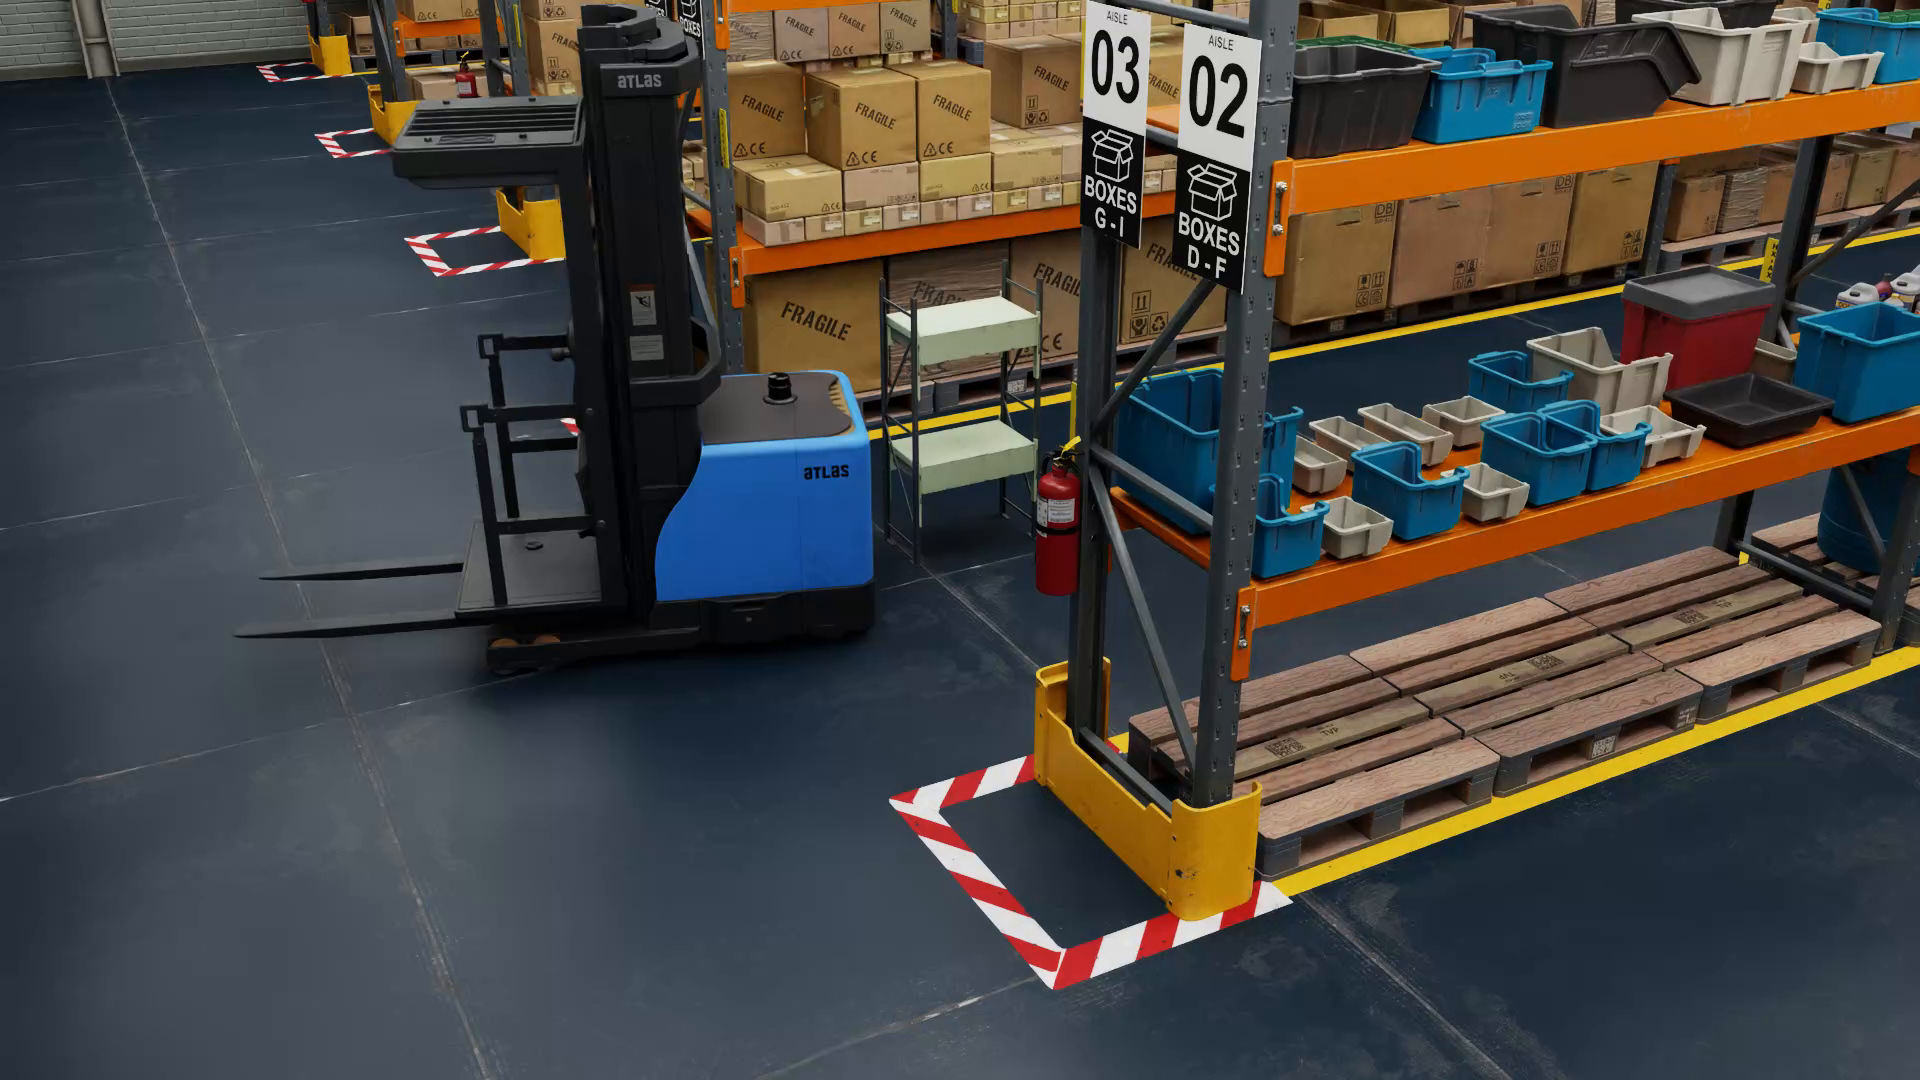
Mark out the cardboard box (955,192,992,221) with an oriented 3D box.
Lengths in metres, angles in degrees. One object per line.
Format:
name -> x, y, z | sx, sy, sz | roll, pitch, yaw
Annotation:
cardboard box -> 0.006, -2.161, 10.576 | 0.250, 0.149, 0.380 | -13, 29, -26

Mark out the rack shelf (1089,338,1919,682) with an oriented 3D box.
rack shelf -> 2.500, -0.257, 7.151 | 4.000, 0.370, 1.077 | -13, 29, -25

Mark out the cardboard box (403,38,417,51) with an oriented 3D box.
cardboard box -> -7.620, -6.809, 22.775 | 0.250, 0.149, 0.380 | -14, 29, -27

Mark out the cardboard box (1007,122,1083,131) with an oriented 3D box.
cardboard box -> 0.500, -2.744, 11.329 | 0.500, 0.250, 0.500 | -12, 28, -24

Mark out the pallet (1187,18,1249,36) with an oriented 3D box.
pallet -> 2.640, -5.337, 17.122 | 1.003, 0.211, 1.213 | -13, 29, -25

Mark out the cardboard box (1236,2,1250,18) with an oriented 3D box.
cardboard box -> 2.780, -5.360, 16.753 | 0.250, 0.149, 0.380 | -13, 29, -25

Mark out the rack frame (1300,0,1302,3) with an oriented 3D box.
rack frame -> 3.218, -5.610, 17.468 | 0.127, 3.000, 1.000 | -13, 29, -25

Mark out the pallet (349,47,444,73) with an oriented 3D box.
pallet -> -7.828, -6.666, 22.890 | 1.213, 0.211, 1.003 | -13, 29, -25

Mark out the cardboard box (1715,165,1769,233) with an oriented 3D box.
cardboard box -> 6.528, -3.028, 14.471 | 0.500, 0.500, 0.700 | -16, 30, -29

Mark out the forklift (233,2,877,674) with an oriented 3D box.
forklift -> -1.979, -0.929, 7.799 | 3.031, 2.935, 1.130 | -4, 26, -9

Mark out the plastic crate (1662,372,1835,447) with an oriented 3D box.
plastic crate -> 3.403, -0.561, 7.201 | 0.590, 0.125, 0.437 | -13, 29, -25

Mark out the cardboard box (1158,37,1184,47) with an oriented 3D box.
cardboard box -> 1.654, -3.089, 11.181 | 0.500, 0.500, 0.500 | -12, 28, -24

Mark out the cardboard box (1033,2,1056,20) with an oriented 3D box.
cardboard box -> 0.708, -5.016, 15.693 | 0.250, 0.149, 0.380 | -12, 28, -24

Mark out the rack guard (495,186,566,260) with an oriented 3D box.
rack guard -> -3.773, -2.869, 14.648 | 0.348, 0.500, 1.175 | -13, 29, -25

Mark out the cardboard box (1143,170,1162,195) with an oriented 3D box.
cardboard box -> 1.138, -2.423, 11.120 | 0.250, 0.149, 0.380 | -12, 28, -24

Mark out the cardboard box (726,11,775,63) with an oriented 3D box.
cardboard box -> -1.969, -4.465, 14.625 | 0.500, 0.500, 0.500 | -14, 29, -26

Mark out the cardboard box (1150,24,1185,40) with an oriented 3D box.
cardboard box -> 1.391, -3.285, 11.589 | 0.500, 0.500, 0.500 | -13, 29, -25

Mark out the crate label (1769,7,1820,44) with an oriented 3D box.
crate label -> 3.697, -2.233, 7.273 | 0.466, 0.136, 0.293 | -13, 29, -25

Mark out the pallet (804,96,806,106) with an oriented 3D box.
pallet -> -2.084, -5.594, 20.657 | 1.213, 0.211, 1.003 | -13, 29, -25

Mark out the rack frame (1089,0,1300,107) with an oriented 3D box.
rack frame -> 0.735, -2.878, 4.848 | 0.127, 3.000, 1.000 | -13, 29, -25

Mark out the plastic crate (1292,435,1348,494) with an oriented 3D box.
plastic crate -> 1.369, -0.317, 6.680 | 0.243, 0.136, 0.396 | -13, 29, -25

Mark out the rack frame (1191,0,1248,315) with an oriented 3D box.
rack frame -> 1.934, -2.880, 11.783 | 0.127, 3.000, 1.000 | -13, 29, -25

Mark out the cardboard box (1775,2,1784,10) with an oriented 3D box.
cardboard box -> 9.710, -6.307, 20.890 | 0.875, 0.875, 0.875 | -13, 28, -25

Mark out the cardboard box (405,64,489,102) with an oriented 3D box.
cardboard box -> -5.724, -5.057, 18.792 | 0.875, 0.438, 0.875 | -14, 29, -27

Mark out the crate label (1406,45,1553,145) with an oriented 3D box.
crate label -> 1.701, -1.524, 5.664 | 0.502, 0.251, 0.408 | -13, 29, -25

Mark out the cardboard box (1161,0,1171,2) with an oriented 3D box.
cardboard box -> 1.860, -5.282, 16.246 | 0.250, 0.149, 0.380 | -12, 28, -24

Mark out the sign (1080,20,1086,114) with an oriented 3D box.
sign -> 0.462, -1.686, 5.951 | 0.005, 0.325, 0.100 | -13, 29, -25

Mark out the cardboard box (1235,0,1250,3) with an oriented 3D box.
cardboard box -> 2.762, -5.490, 16.681 | 0.250, 0.149, 0.380 | -12, 28, -23

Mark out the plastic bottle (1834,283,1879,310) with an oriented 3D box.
plastic bottle -> 4.460, -1.136, 8.294 | 0.135, 0.276, 0.152 | -13, 29, -25

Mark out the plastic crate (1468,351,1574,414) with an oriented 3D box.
plastic crate -> 2.426, -0.642, 7.245 | 0.300, 0.233, 0.416 | -13, 29, -25

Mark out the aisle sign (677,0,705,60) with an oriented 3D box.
aisle sign -> -1.518, -3.108, 9.254 | 0.004, 0.787, 0.394 | -13, 29, -25

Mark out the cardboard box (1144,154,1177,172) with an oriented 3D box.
cardboard box -> 1.212, -2.650, 11.134 | 0.500, 0.250, 0.500 | -12, 28, -24

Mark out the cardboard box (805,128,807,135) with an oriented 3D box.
cardboard box -> -1.403, -3.811, 15.842 | 0.250, 0.149, 0.380 | -14, 29, -26

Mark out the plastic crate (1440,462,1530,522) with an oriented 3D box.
plastic crate -> 2.028, -0.178, 6.391 | 0.298, 0.136, 0.250 | -13, 29, -25

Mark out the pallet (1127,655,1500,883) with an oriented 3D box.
pallet -> 1.481, 0.930, 7.069 | 1.213, 0.211, 1.003 | -13, 29, -25

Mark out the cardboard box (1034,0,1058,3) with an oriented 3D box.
cardboard box -> 0.724, -5.154, 15.637 | 0.250, 0.149, 0.380 | -13, 28, -25

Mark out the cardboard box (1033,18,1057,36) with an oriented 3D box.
cardboard box -> 0.717, -4.884, 15.761 | 0.250, 0.149, 0.380 | -13, 28, -25

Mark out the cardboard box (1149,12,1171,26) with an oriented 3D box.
cardboard box -> 1.865, -5.150, 16.317 | 0.250, 0.149, 0.380 | -12, 28, -24

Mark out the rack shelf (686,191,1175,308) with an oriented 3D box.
rack shelf -> 0.169, -2.148, 11.090 | 4.000, 0.370, 1.077 | -13, 29, -25

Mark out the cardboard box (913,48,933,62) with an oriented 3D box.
cardboard box -> -0.453, -4.534, 15.518 | 0.250, 0.149, 0.380 | -13, 29, -26

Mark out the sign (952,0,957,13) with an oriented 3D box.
sign -> -0.049, -4.979, 15.155 | 0.005, 0.325, 0.100 | -13, 29, -25

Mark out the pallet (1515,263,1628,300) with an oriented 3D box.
pallet -> 4.732, -2.306, 13.809 | 1.213, 0.211, 1.003 | -13, 29, -25

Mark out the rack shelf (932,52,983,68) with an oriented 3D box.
rack shelf -> 1.454, -4.878, 16.775 | 4.000, 0.370, 1.077 | -13, 29, -25

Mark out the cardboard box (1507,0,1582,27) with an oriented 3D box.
cardboard box -> 4.234, -3.918, 12.669 | 0.637, 0.503, 0.797 | -12, 28, -24

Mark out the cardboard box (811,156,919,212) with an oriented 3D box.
cardboard box -> -0.590, -2.235, 10.269 | 0.500, 0.250, 0.500 | -13, 29, -26

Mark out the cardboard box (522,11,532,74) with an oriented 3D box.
cardboard box -> -3.565, -4.349, 14.384 | 0.500, 0.500, 0.500 | -12, 28, -24

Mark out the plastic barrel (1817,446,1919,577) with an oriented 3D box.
plastic barrel -> 4.752, -0.336, 8.424 | 0.708, 0.901, 0.600 | -13, 29, -25

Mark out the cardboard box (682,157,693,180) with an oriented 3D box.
cardboard box -> -2.569, -3.316, 14.812 | 0.250, 0.149, 0.380 | -15, 29, -28

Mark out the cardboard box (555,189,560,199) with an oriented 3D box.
cardboard box -> -3.474, -3.071, 14.990 | 0.250, 0.149, 0.380 | -12, 28, -24

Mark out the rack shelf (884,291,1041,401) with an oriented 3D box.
rack shelf -> 0.006, -1.029, 8.759 | 0.720, 0.370, 0.431 | -13, 29, -25

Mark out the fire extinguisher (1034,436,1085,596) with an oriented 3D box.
fire extinguisher -> 0.388, -0.114, 6.541 | 0.183, 0.674, 0.296 | -13, 29, -25

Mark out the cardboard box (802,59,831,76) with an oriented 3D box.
cardboard box -> -1.358, -4.299, 15.028 | 0.250, 0.149, 0.380 | -14, 29, -27

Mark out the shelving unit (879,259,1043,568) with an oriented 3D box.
shelving unit -> 0.006, -0.677, 8.928 | 0.755, 1.500, 0.431 | -13, 29, -25

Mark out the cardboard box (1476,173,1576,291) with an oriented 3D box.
cardboard box -> 4.054, -2.615, 13.201 | 0.875, 0.875, 1.225 | -13, 29, -25

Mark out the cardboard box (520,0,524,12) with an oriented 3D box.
cardboard box -> -3.554, -4.798, 14.164 | 0.500, 0.500, 0.500 | -14, 29, -26

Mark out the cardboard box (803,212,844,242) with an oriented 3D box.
cardboard box -> -0.901, -1.951, 10.139 | 0.250, 0.149, 0.380 | -13, 29, -26

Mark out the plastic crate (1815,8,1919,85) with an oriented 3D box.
plastic crate -> 3.611, -1.958, 6.590 | 0.300, 0.233, 0.416 | -13, 29, -25

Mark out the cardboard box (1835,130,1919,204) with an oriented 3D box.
cardboard box -> 8.441, -3.464, 15.379 | 0.500, 0.500, 0.700 | -15, 30, -29

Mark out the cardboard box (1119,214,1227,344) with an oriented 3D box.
cardboard box -> 1.314, -2.008, 11.936 | 0.875, 0.875, 0.875 | -13, 29, -25
